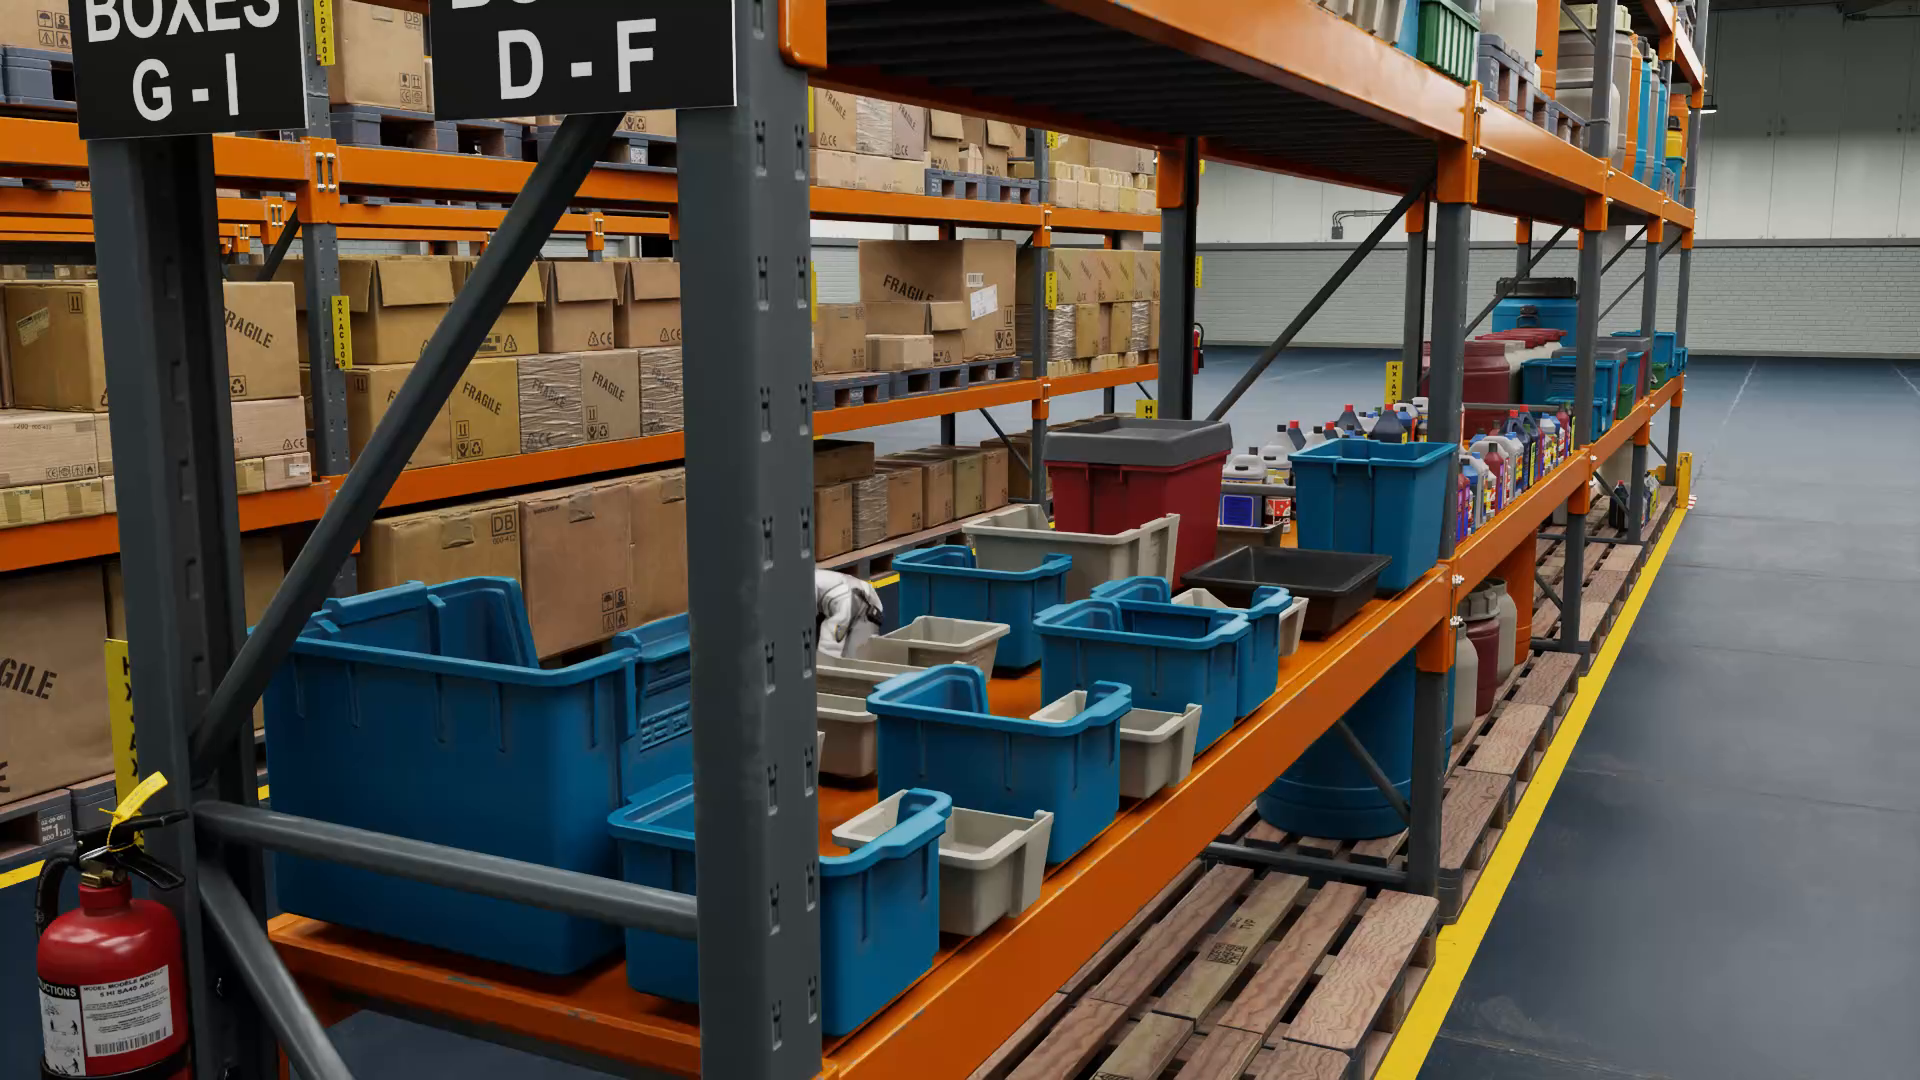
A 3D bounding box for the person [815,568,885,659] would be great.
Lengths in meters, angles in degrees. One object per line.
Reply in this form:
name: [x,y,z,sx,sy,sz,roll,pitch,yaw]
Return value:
person: [-0.670,0.525,7.759,0.453,0.989,0.899,4,10,24]
